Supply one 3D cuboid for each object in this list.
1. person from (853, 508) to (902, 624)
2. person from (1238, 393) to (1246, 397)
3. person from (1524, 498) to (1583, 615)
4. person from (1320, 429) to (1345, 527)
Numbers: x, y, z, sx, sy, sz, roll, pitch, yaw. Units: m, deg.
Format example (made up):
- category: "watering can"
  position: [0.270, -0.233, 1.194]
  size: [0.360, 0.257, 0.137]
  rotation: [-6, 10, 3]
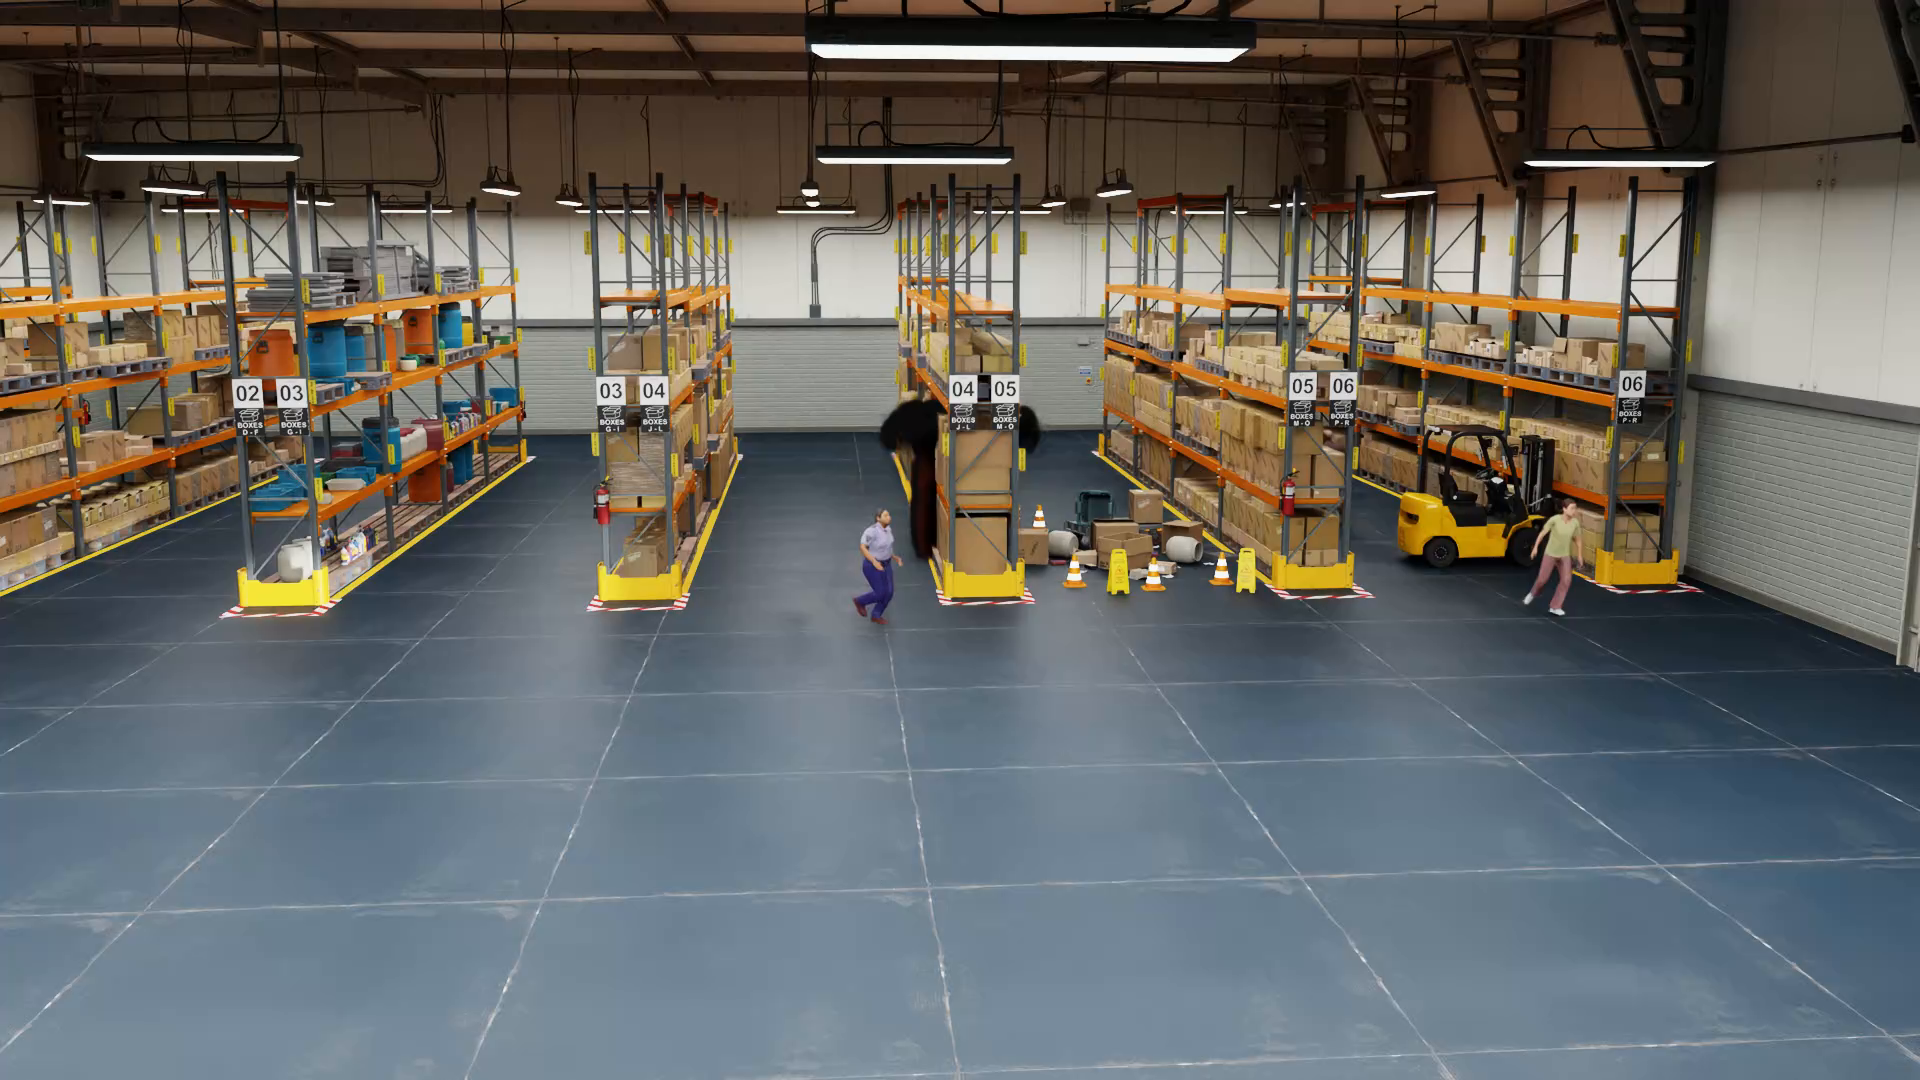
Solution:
- category: "person"
  position: [-1.116, 0.345, 22.078]
  size: [0.601, 1.561, 0.606]
  rotation: [7, 12, 35]
- category: "person"
  position: [6.733, -2.668, 38.852]
  size: [0.651, 1.744, 0.733]
  rotation: [-9, 13, -40]
- category: "person"
  position: [8.206, 0.194, 22.963]
  size: [0.649, 1.611, 0.701]
  rotation: [0, 10, -2]
- category: "person"
  position: [6.716, -1.105, 29.965]
  size: [0.694, 1.742, 0.959]
  rotation: [-3, 11, -18]
